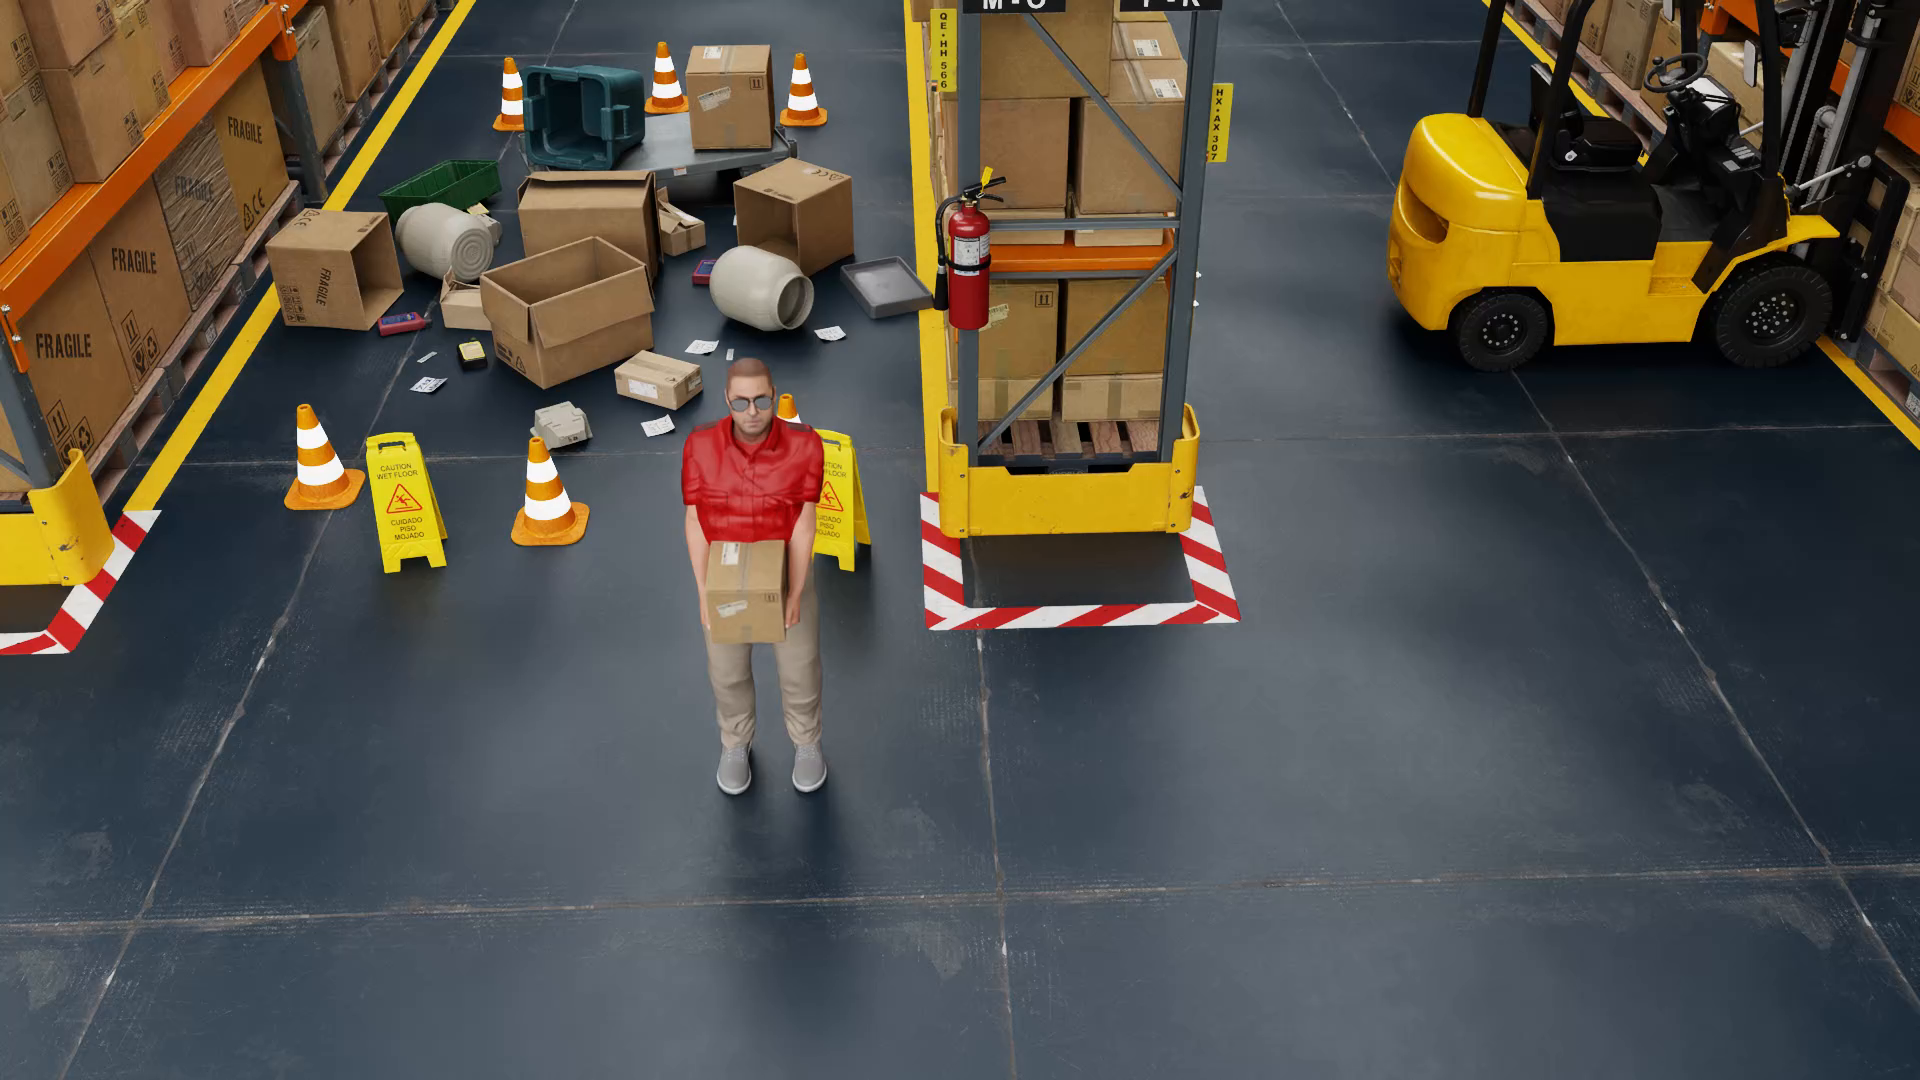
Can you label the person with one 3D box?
[{"bbox_3d":[-0.709,0.204,5.880,0.494,1.715,0.537,-1,35,-1],"label":"person"}]
